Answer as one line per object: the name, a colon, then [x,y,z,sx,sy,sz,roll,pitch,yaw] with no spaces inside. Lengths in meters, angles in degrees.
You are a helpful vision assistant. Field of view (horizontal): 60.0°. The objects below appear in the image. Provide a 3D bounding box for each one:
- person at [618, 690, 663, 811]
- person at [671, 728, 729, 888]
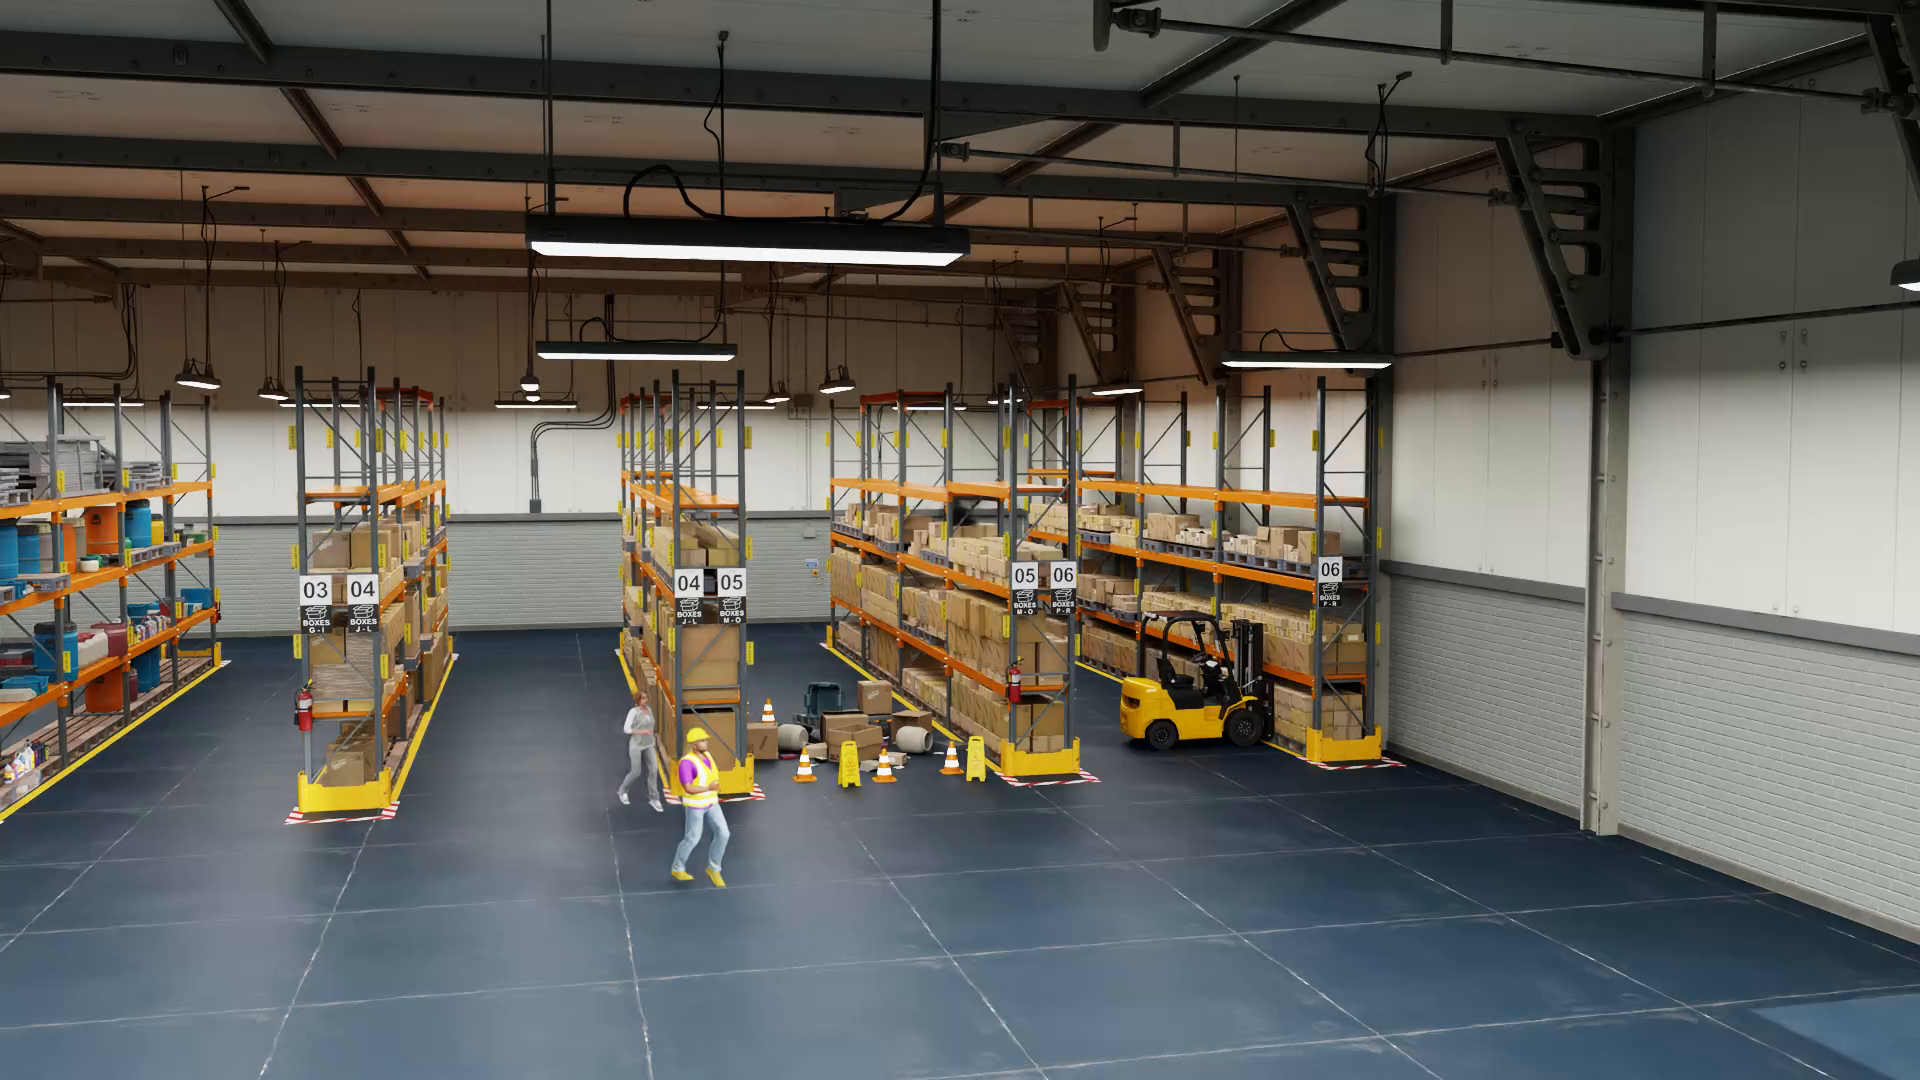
person: [-4.340,2.846,22.589,0.775,1.614,0.544,3,5,41]
person: [-2.897,3.011,18.658,0.762,1.820,0.675,2,4,32]
